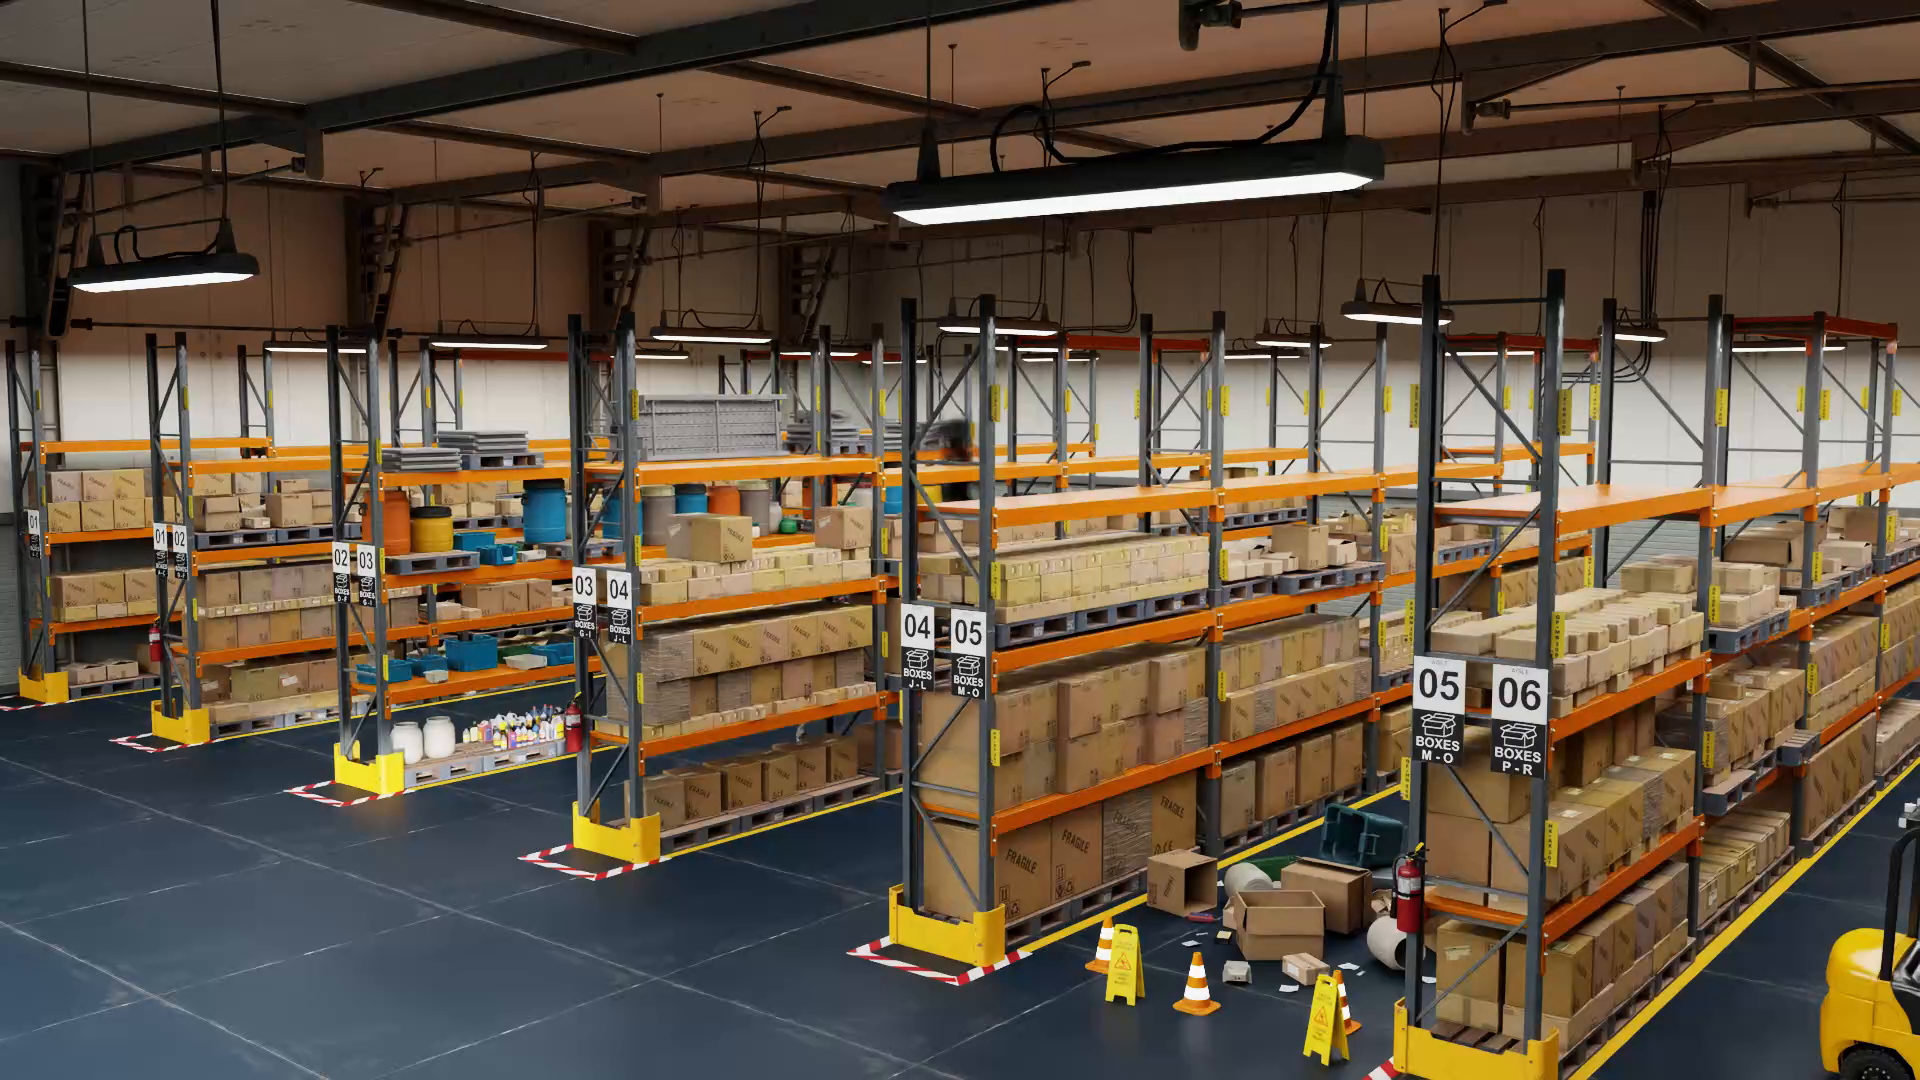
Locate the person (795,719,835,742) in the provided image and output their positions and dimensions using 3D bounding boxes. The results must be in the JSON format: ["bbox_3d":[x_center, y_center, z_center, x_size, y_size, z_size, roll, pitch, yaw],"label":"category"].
[{"bbox_3d":[-2.153,2.167,24.236,0.546,1.589,0.888,3,6,29],"label":"person"}]
